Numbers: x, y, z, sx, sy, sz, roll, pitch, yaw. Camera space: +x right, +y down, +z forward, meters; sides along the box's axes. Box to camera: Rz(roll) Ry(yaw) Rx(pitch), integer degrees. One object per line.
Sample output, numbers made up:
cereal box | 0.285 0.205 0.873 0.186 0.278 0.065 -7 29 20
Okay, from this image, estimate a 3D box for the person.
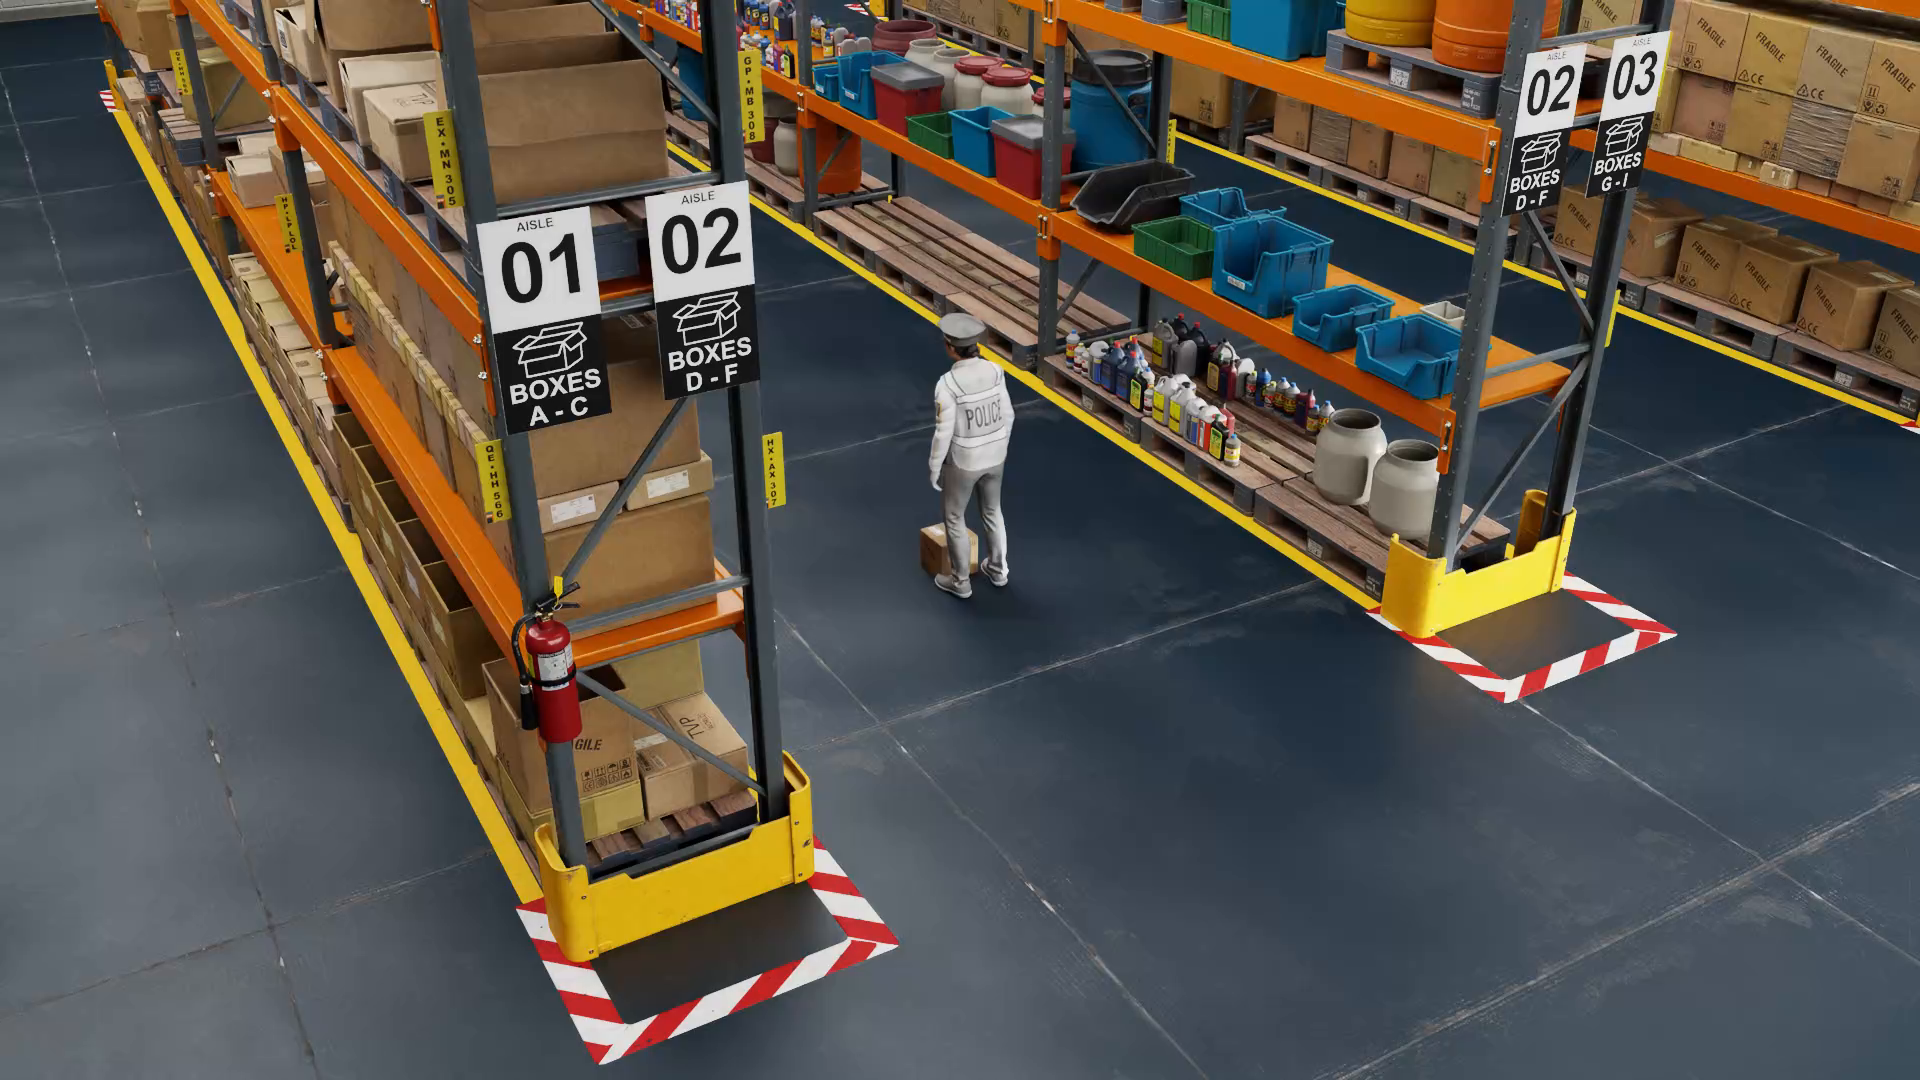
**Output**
person | 0.059 -0.451 9.360 0.544 1.663 0.376 -18 34 -29
